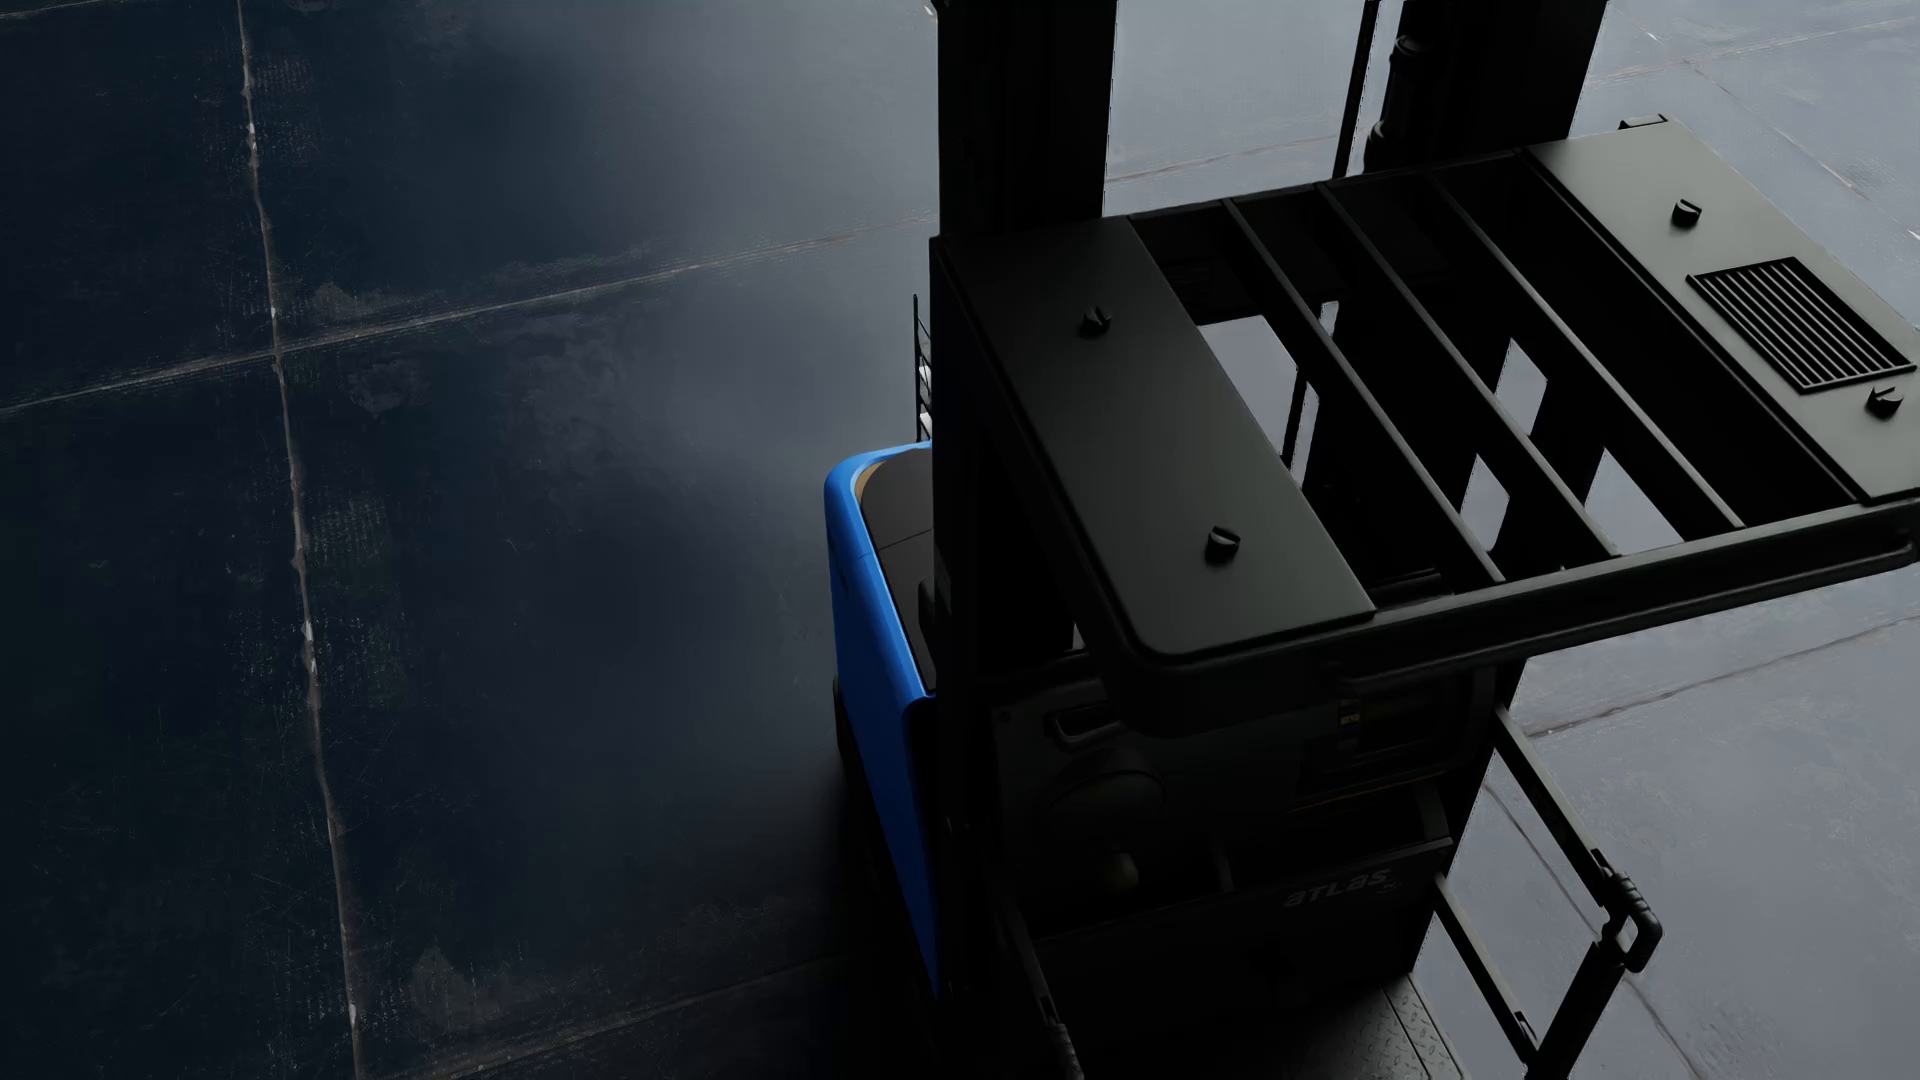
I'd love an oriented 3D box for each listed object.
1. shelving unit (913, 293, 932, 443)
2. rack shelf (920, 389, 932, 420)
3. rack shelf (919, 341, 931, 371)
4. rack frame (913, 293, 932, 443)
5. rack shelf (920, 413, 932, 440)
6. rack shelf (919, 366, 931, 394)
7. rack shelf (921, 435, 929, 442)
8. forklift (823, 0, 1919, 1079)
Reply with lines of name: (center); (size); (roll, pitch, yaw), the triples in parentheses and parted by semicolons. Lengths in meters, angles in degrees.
shelving unit: (0.008, -0.320, 4.933); (0.210, 0.900, 0.258); (-14, 47, -14)
rack shelf: (0.008, -0.360, 4.893); (0.200, 0.077, 0.258); (-14, 47, -14)
rack shelf: (0.008, -0.487, 4.766); (0.200, 0.077, 0.258); (-14, 47, -14)
rack frame: (-0.088, -0.295, 4.909); (0.006, 0.900, 0.240); (-14, 47, -14)
rack shelf: (0.008, -0.296, 4.957); (0.200, 0.077, 0.258); (-14, 47, -14)
rack shelf: (0.008, -0.423, 4.829); (0.200, 0.077, 0.258); (-14, 47, -14)
rack shelf: (0.008, -0.233, 5.021); (0.200, 0.077, 0.258); (-14, 47, -14)
forklift: (0.566, 0.439, 2.744); (1.130, 2.935, 3.031); (-12, 46, -11)
